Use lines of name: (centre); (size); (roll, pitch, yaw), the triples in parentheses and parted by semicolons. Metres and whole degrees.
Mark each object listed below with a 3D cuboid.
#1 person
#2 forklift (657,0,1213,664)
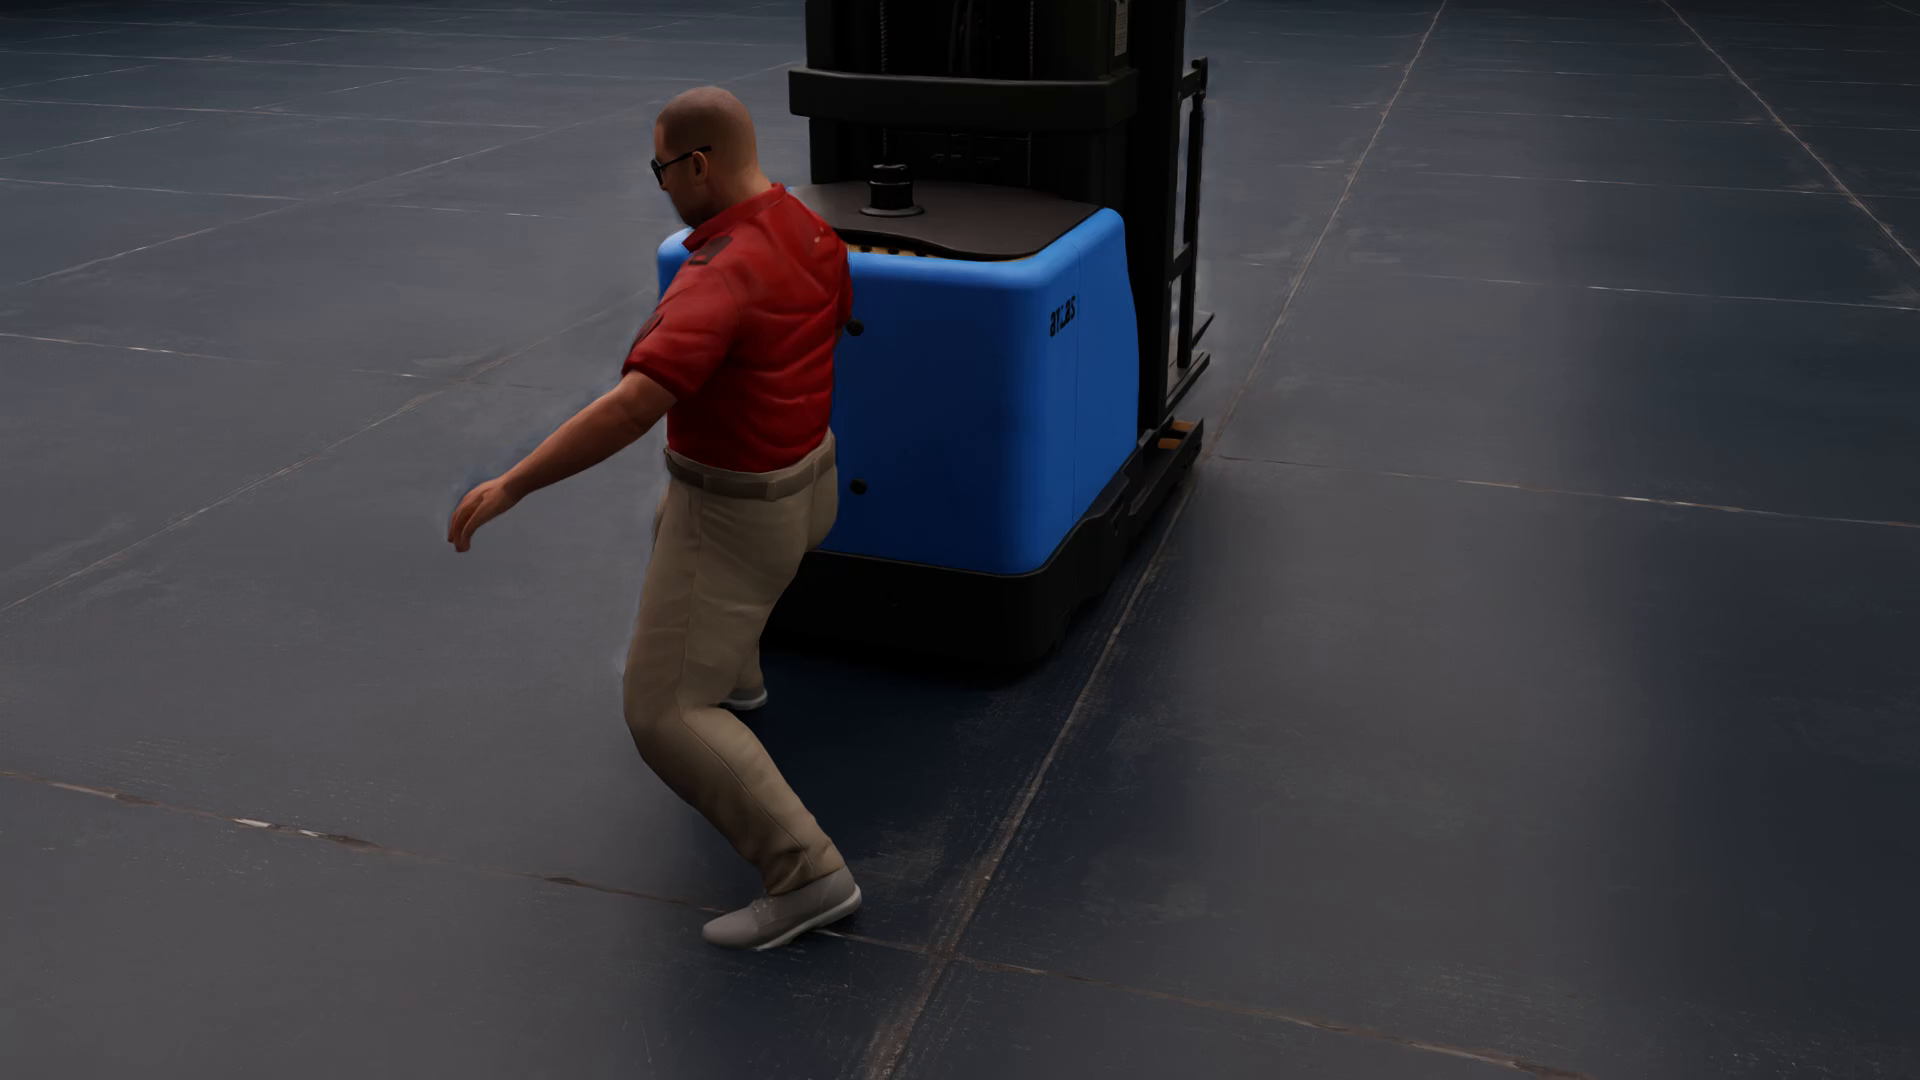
person: (-0.523, -0.099, 3.362); (0.867, 1.595, 1.004); (8, 24, 19)
forklift: (0.199, -1.575, 5.096); (1.130, 2.935, 3.031); (8, 24, 18)
